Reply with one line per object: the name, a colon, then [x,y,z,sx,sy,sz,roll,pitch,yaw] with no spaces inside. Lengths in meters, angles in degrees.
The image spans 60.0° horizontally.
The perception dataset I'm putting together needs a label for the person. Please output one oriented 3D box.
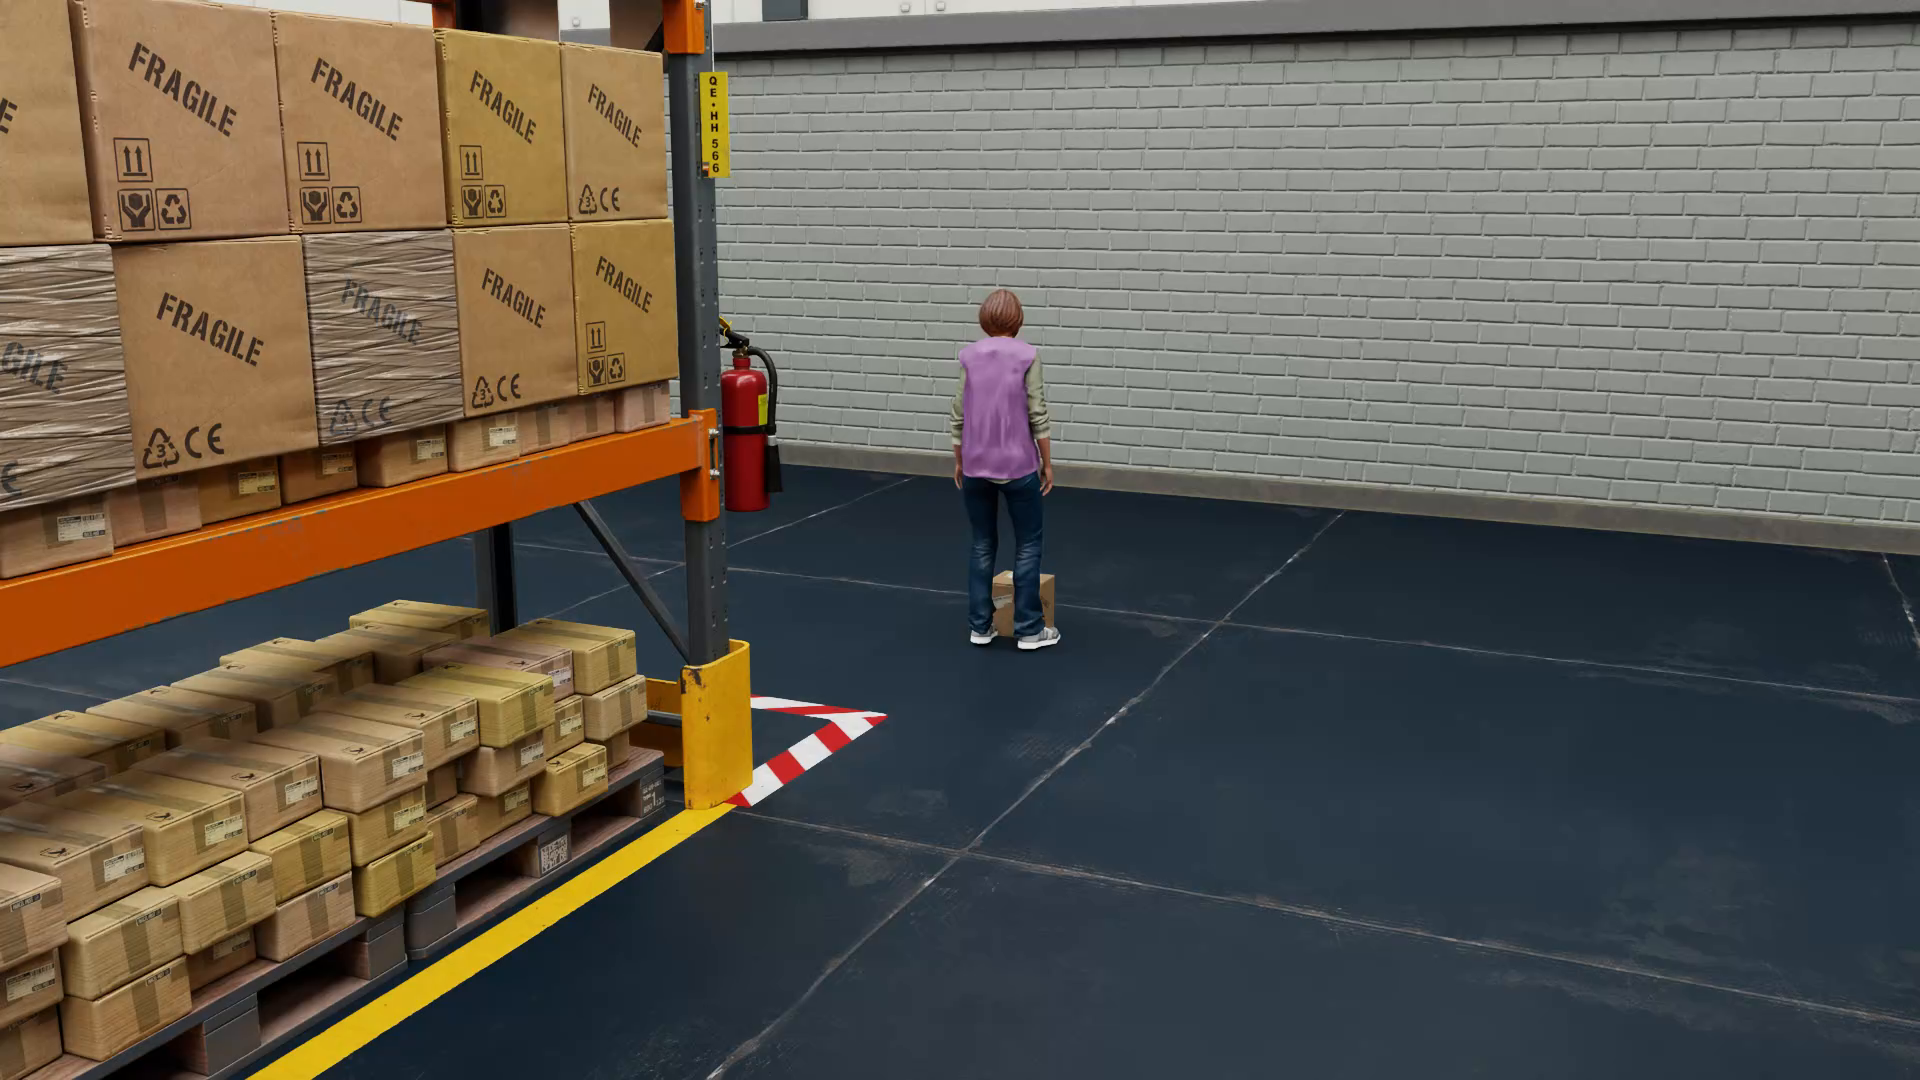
person: [0.191,-0.307,7.385,0.481,1.592,0.347,5,13,20]
